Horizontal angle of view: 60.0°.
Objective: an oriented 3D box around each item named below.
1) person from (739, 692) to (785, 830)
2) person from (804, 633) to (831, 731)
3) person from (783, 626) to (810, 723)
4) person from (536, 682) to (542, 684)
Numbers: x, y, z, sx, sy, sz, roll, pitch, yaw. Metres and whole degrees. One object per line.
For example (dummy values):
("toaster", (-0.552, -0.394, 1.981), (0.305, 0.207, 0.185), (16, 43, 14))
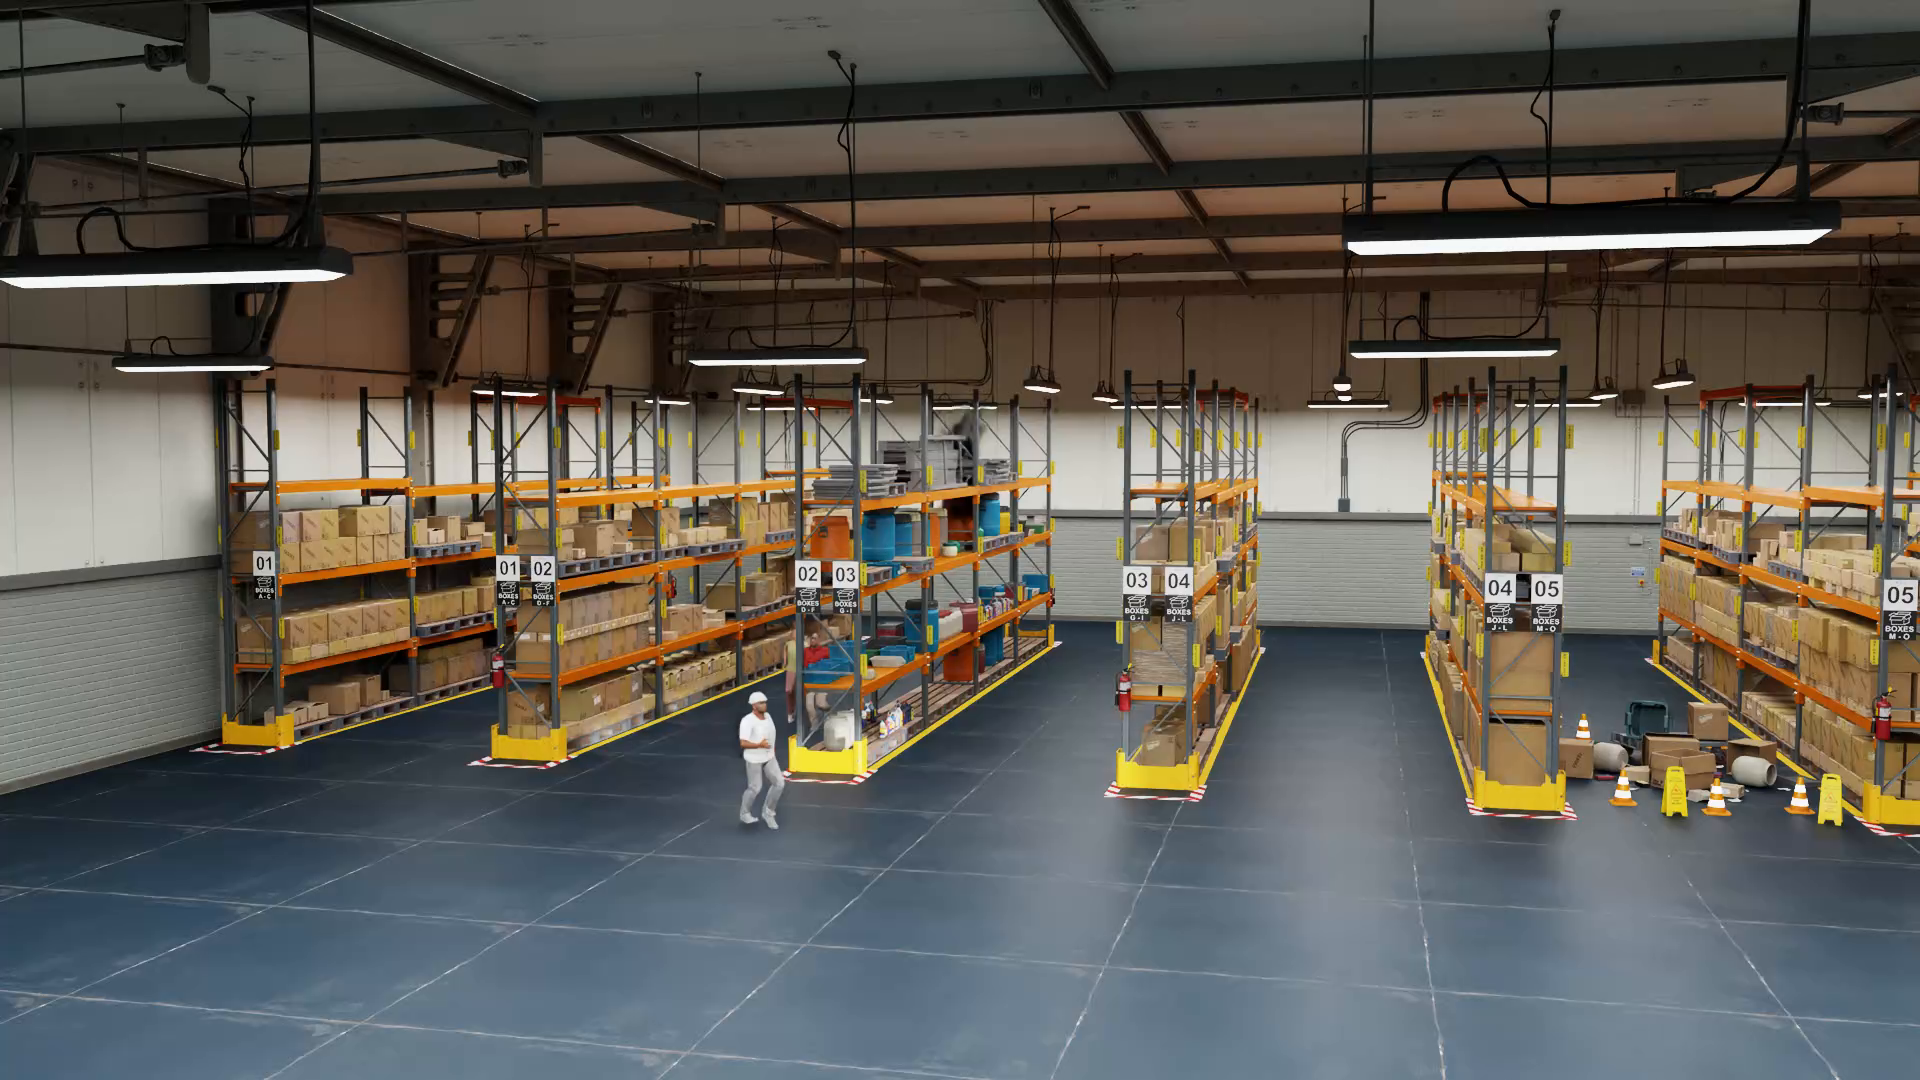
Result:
("person", (-2.562, 2.848, 21.378), (0.738, 1.806, 0.671), (3, 4, 40))
("person", (-2.481, 2.437, 28.696), (0.656, 1.682, 0.664), (1, 4, 15))
("person", (-2.908, 2.389, 29.644), (0.543, 1.720, 0.723), (0, 3, 3))
("person", (-7.651, 2.261, 30.659), (0.661, 1.751, 0.963), (1, 3, 10))
